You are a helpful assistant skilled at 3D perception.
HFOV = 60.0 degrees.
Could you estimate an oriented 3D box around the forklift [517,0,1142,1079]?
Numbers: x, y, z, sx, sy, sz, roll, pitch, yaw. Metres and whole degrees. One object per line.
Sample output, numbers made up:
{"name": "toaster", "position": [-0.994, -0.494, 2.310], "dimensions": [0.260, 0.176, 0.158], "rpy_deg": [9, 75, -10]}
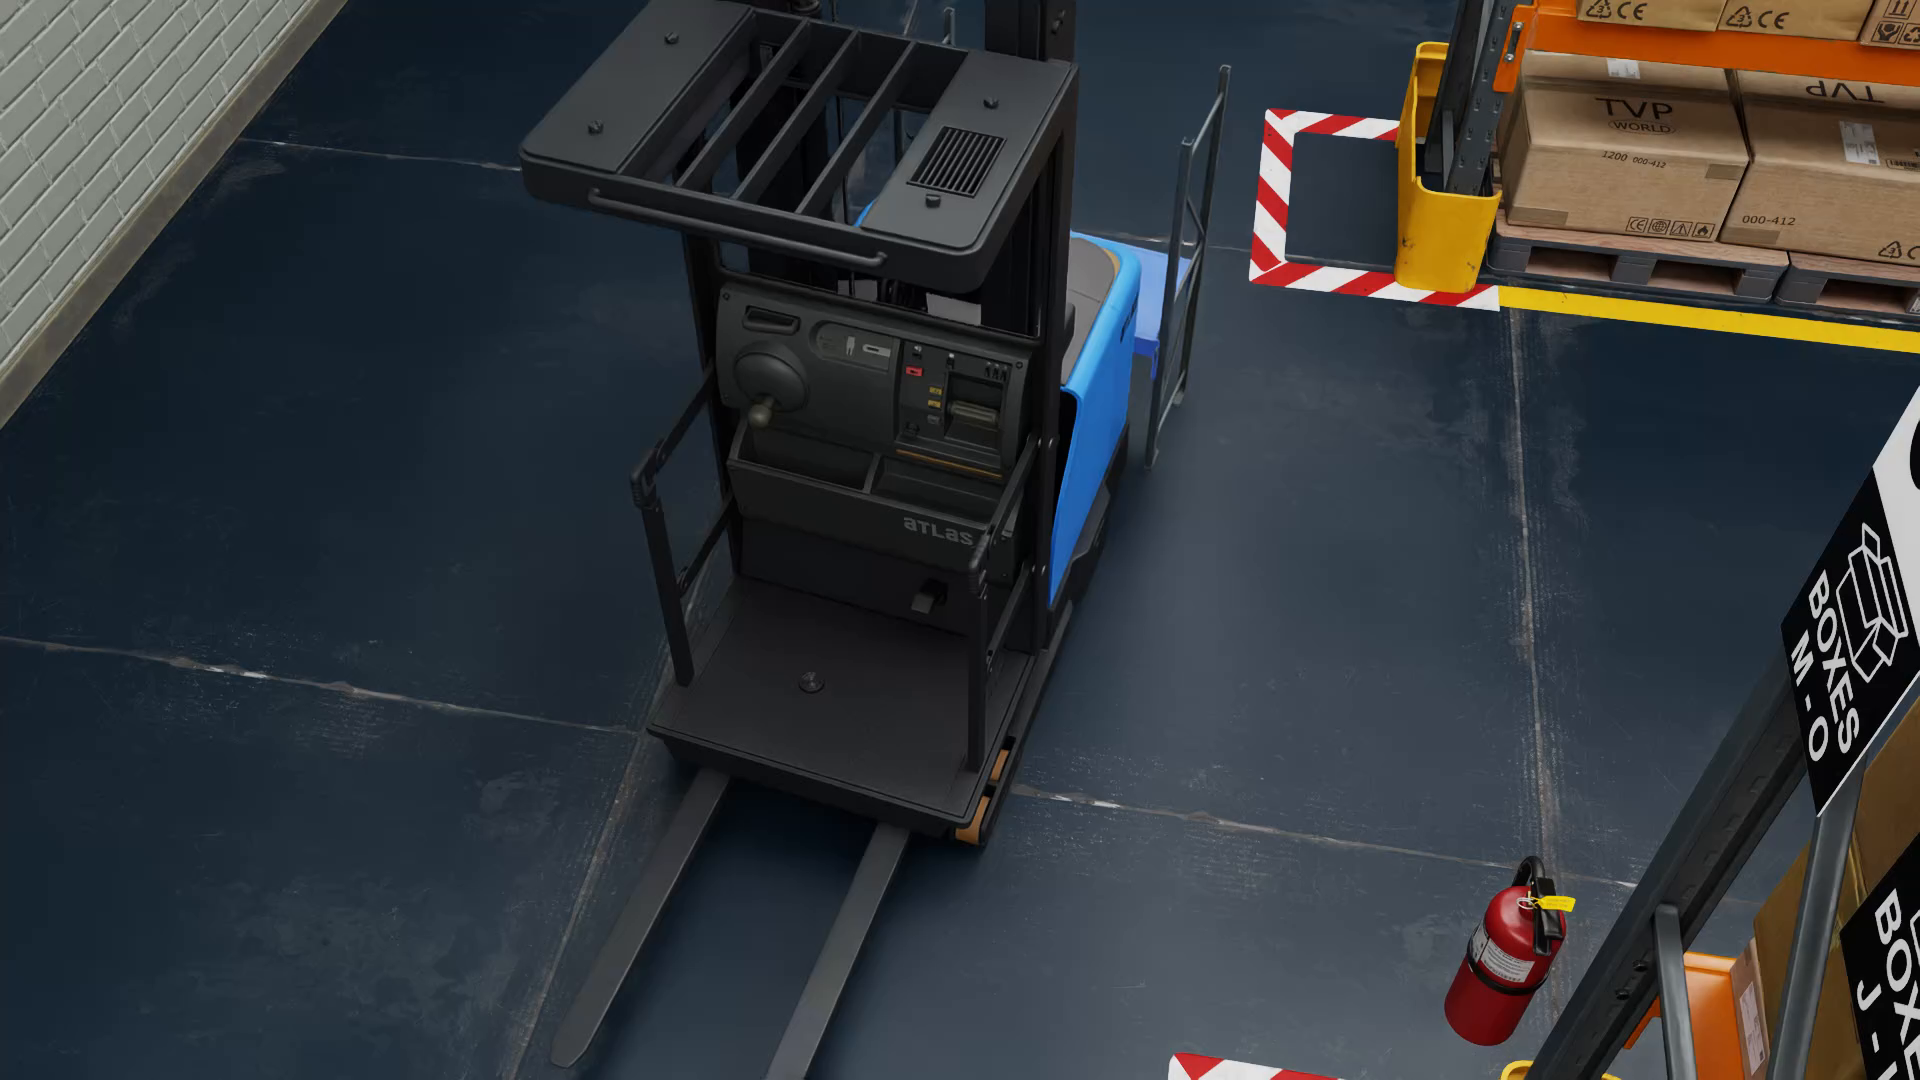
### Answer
{"name": "forklift", "position": [-0.329, -0.352, 4.596], "dimensions": [1.130, 2.935, 3.031], "rpy_deg": [15, 50, 13]}

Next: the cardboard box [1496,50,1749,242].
{"name": "cardboard box", "position": [2.855, -1.779, 7.272], "dimensions": [0.875, 0.438, 0.875], "rpy_deg": [6, 48, 6]}

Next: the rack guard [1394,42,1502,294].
{"name": "rack guard", "position": [2.164, -1.677, 7.421], "dimensions": [0.348, 0.500, 1.175], "rpy_deg": [8, 49, 7]}

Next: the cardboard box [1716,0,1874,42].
{"name": "cardboard box", "position": [3.112, -2.222, 6.163], "dimensions": [0.500, 0.500, 0.500], "rpy_deg": [7, 48, 6]}

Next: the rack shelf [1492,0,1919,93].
{"name": "rack shelf", "position": [4.156, -2.004, 6.518], "dimensions": [4.000, 0.370, 1.077], "rpy_deg": [8, 49, 7]}

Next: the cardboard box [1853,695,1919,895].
{"name": "cardboard box", "position": [1.901, 0.539, 2.810], "dimensions": [0.500, 0.500, 0.500], "rpy_deg": [7, 48, 6]}

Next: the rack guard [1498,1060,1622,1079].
{"name": "rack guard", "position": [1.481, 1.973, 4.141], "dimensions": [0.348, 0.500, 1.175], "rpy_deg": [8, 49, 7]}

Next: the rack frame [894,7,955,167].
{"name": "rack frame", "position": [-0.124, -1.228, 6.345], "dimensions": [0.032, 1.500, 0.500], "rpy_deg": [16, 50, 14]}

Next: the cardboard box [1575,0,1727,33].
{"name": "cardboard box", "position": [2.609, -2.269, 6.205], "dimensions": [0.500, 0.500, 0.500], "rpy_deg": [7, 48, 7]}

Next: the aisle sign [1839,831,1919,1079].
{"name": "aisle sign", "position": [1.281, 0.468, 2.065], "dimensions": [0.004, 0.787, 0.394], "rpy_deg": [8, 49, 7]}

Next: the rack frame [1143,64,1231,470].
{"name": "rack frame", "position": [0.823, -0.952, 6.097], "dimensions": [0.032, 1.500, 0.500], "rpy_deg": [16, 50, 14]}

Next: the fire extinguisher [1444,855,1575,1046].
{"name": "fire extinguisher", "position": [1.241, 0.907, 3.721], "dimensions": [0.183, 0.674, 0.296], "rpy_deg": [8, 49, 7]}

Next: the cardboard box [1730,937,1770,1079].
{"name": "cardboard box", "position": [1.778, 1.048, 3.461], "dimensions": [0.250, 0.149, 0.380], "rpy_deg": [8, 49, 7]}

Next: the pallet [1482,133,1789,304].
{"name": "pallet", "position": [2.988, -1.529, 7.482], "dimensions": [1.213, 0.211, 1.003], "rpy_deg": [8, 49, 7]}

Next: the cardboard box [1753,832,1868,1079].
{"name": "cardboard box", "position": [1.895, 0.866, 3.188], "dimensions": [0.500, 0.500, 0.500], "rpy_deg": [9, 49, 8]}

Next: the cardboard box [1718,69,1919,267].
{"name": "cardboard box", "position": [3.757, -1.664, 7.169], "dimensions": [0.875, 0.438, 0.875], "rpy_deg": [9, 49, 8]}

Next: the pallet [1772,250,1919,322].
{"name": "pallet", "position": [4.185, -1.366, 7.335], "dimensions": [1.213, 0.211, 1.003], "rpy_deg": [8, 49, 7]}

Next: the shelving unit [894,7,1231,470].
{"name": "shelving unit", "position": [0.350, -1.090, 6.221], "dimensions": [1.048, 1.500, 0.538], "rpy_deg": [16, 50, 14]}

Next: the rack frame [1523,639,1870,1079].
{"name": "rack frame", "position": [1.406, 1.130, 3.218], "dimensions": [0.053, 2.616, 0.949], "rpy_deg": [8, 49, 7]}

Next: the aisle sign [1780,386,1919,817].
{"name": "aisle sign", "position": [1.388, 0.029, 2.459], "dimensions": [0.004, 0.787, 0.394], "rpy_deg": [8, 49, 7]}

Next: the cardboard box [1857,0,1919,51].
{"name": "cardboard box", "position": [3.609, -2.142, 6.091], "dimensions": [0.500, 0.500, 0.500], "rpy_deg": [7, 48, 7]}

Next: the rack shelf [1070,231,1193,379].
{"name": "rack shelf", "position": [0.350, -0.970, 6.355], "dimensions": [1.000, 0.185, 0.538], "rpy_deg": [16, 50, 14]}

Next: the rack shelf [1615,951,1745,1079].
{"name": "rack shelf", "position": [3.375, 1.632, 3.250], "dimensions": [4.000, 0.370, 1.077], "rpy_deg": [8, 49, 7]}

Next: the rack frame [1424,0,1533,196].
{"name": "rack frame", "position": [2.188, -2.509, 6.488], "dimensions": [0.127, 3.000, 1.000], "rpy_deg": [8, 49, 7]}
